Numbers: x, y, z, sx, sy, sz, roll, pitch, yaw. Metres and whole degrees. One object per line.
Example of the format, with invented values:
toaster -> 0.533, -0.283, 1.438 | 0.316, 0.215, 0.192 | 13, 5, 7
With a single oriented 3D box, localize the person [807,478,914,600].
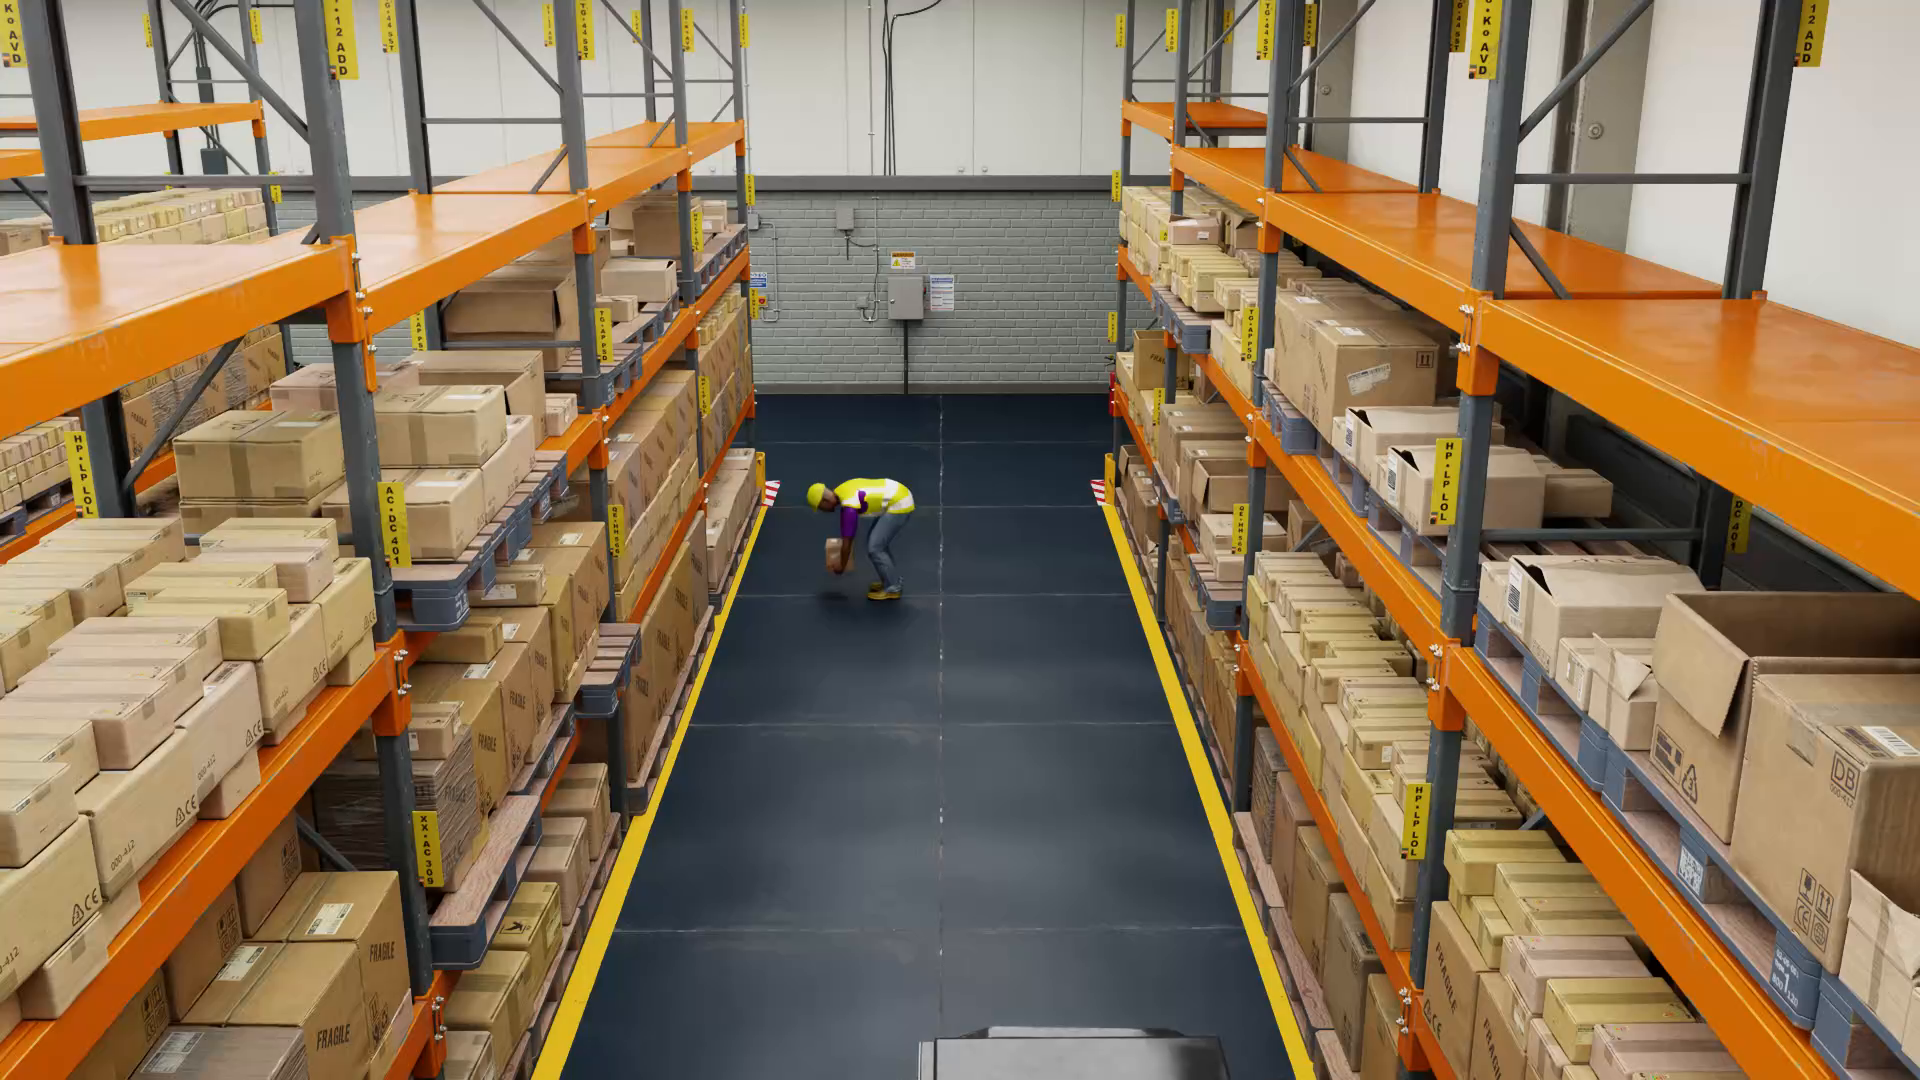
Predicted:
person -> -0.907, -0.017, 15.275 | 0.981, 1.096, 0.478 | -1, 17, -3
